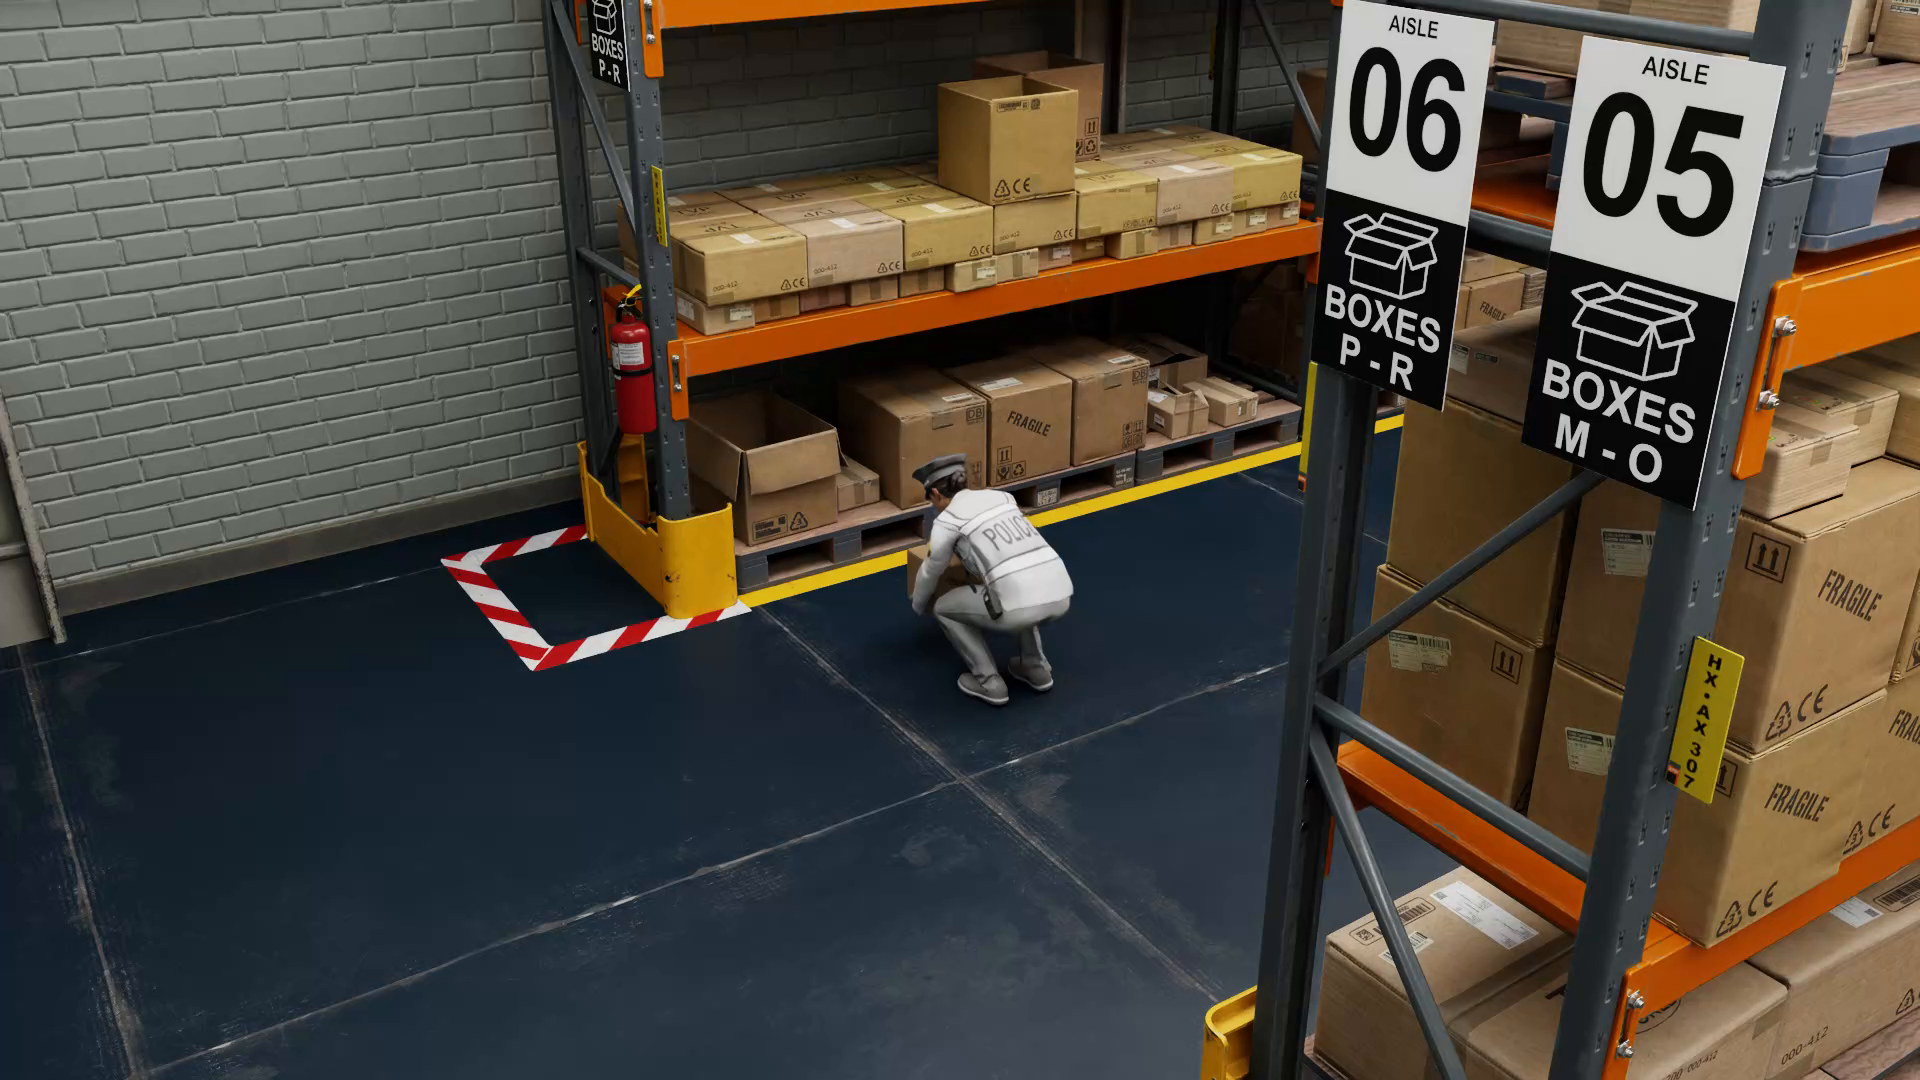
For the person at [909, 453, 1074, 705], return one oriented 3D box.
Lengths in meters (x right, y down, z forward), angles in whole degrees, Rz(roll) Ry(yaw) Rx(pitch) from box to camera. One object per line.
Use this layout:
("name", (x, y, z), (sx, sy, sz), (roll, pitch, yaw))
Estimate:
("person", (0.115, 0.151, 7.107), (0.462, 0.979, 0.857), (-16, 30, -31))
